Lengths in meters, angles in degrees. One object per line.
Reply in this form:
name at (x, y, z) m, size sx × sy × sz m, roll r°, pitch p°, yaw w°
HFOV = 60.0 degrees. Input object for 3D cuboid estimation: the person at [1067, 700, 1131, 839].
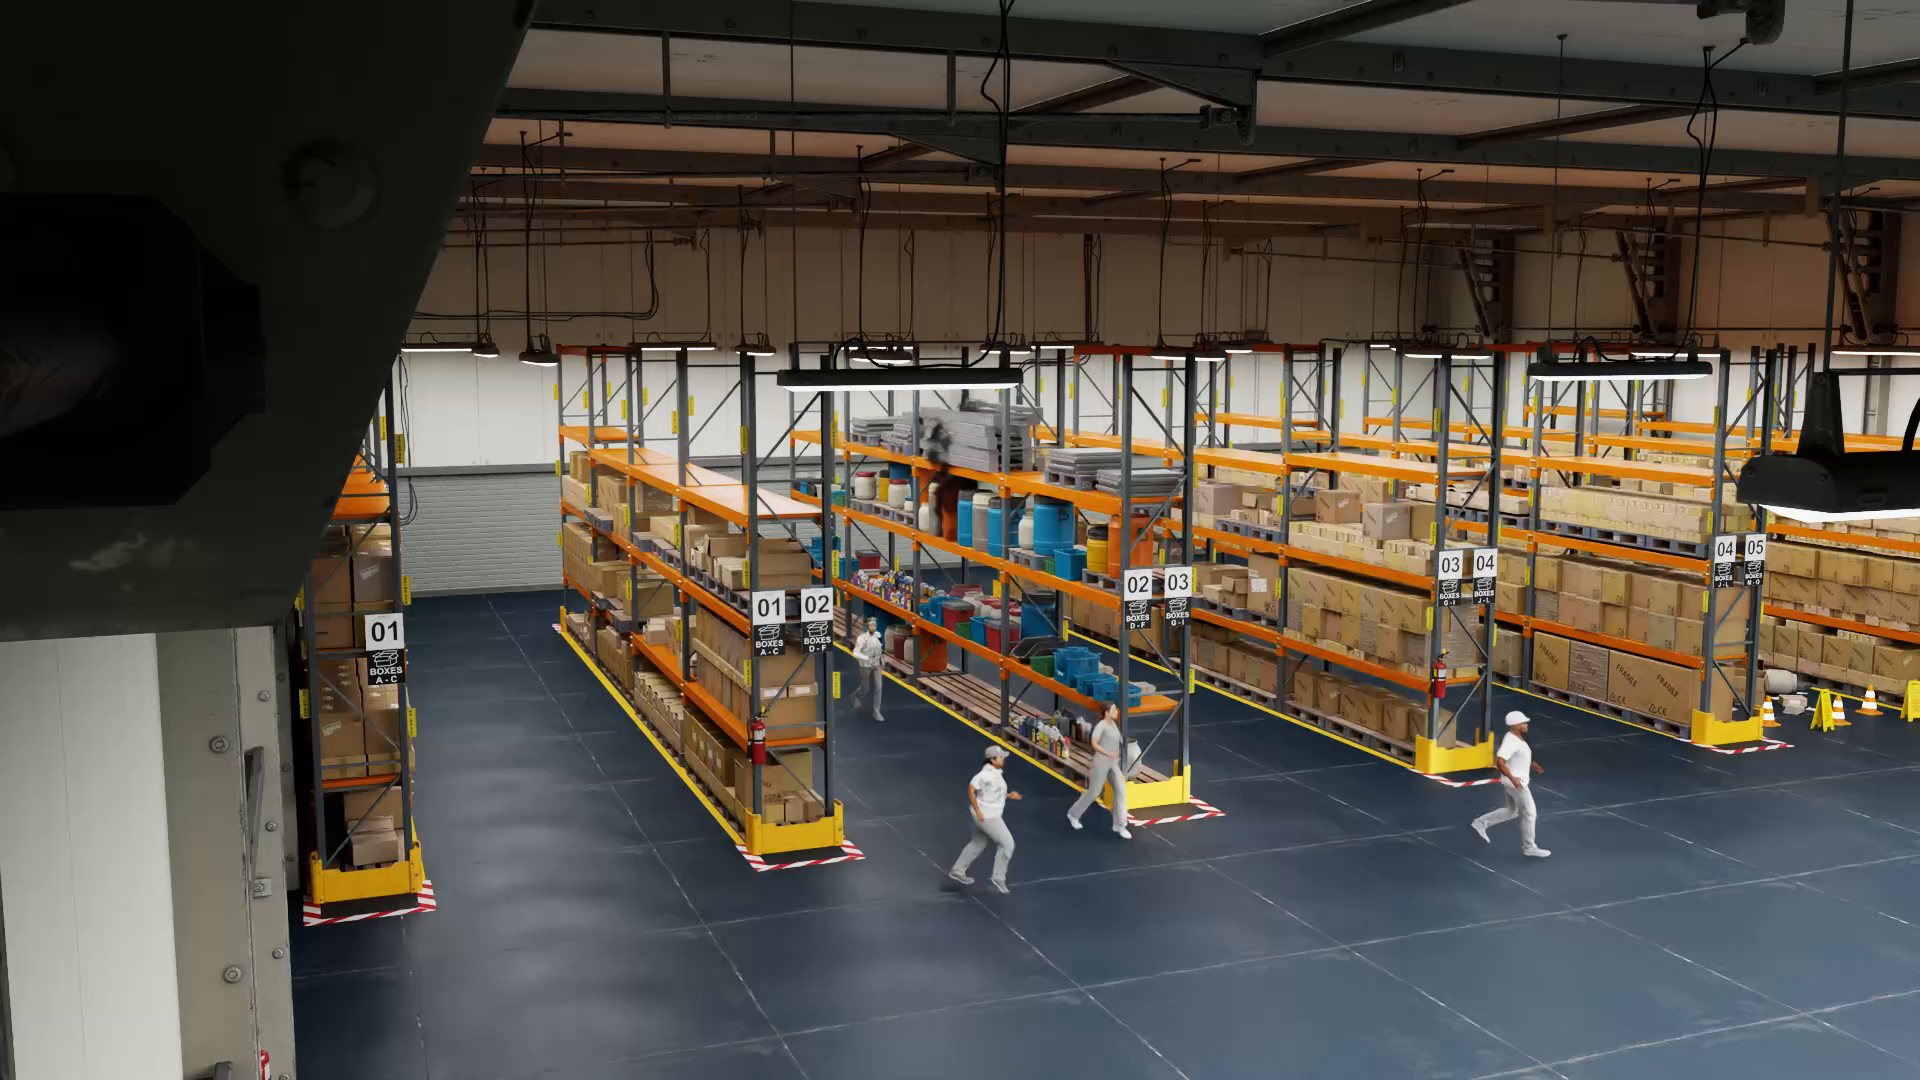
person at (1.864, 2.838, 20.952) m, size 0.871 × 1.644 × 0.639 m, roll 6°, pitch 9°, yaw 38°

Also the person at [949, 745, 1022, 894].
person at (0.296, 3.158, 18.803) m, size 0.824 × 1.709 × 0.523 m, roll 0°, pitch 7°, yaw 0°

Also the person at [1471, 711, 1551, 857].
person at (6.655, 2.918, 20.018) m, size 0.930 × 1.746 × 0.731 m, roll 2°, pitch 8°, yaw 16°

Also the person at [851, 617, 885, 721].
person at (-1.475, 2.064, 27.116) m, size 0.600 × 1.675 × 0.841 m, roll -4°, pitch 8°, yaw -30°
